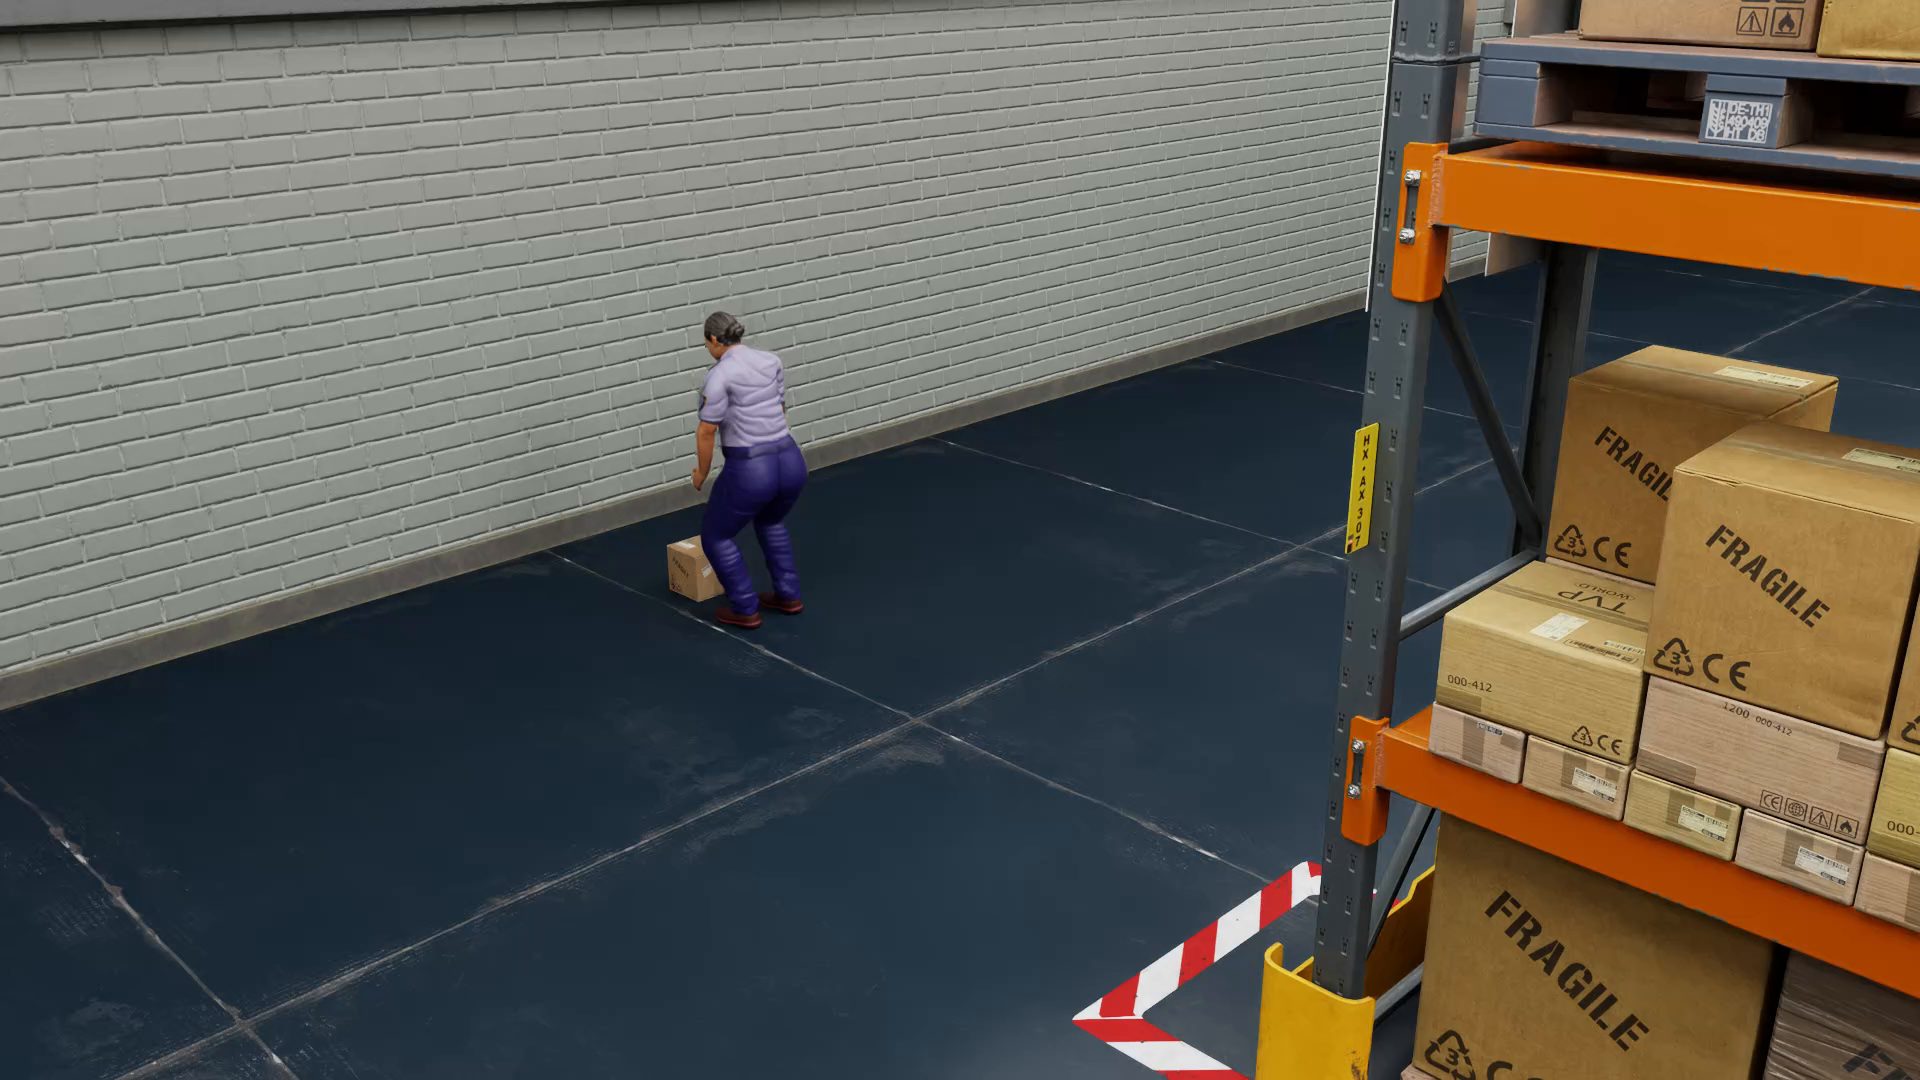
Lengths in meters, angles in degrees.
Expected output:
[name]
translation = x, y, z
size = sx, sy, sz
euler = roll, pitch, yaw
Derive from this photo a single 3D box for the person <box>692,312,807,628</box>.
[person]
translation = -1.038, -0.325, 8.140
size = 0.515, 1.534, 0.485
euler = -19, 28, -41
